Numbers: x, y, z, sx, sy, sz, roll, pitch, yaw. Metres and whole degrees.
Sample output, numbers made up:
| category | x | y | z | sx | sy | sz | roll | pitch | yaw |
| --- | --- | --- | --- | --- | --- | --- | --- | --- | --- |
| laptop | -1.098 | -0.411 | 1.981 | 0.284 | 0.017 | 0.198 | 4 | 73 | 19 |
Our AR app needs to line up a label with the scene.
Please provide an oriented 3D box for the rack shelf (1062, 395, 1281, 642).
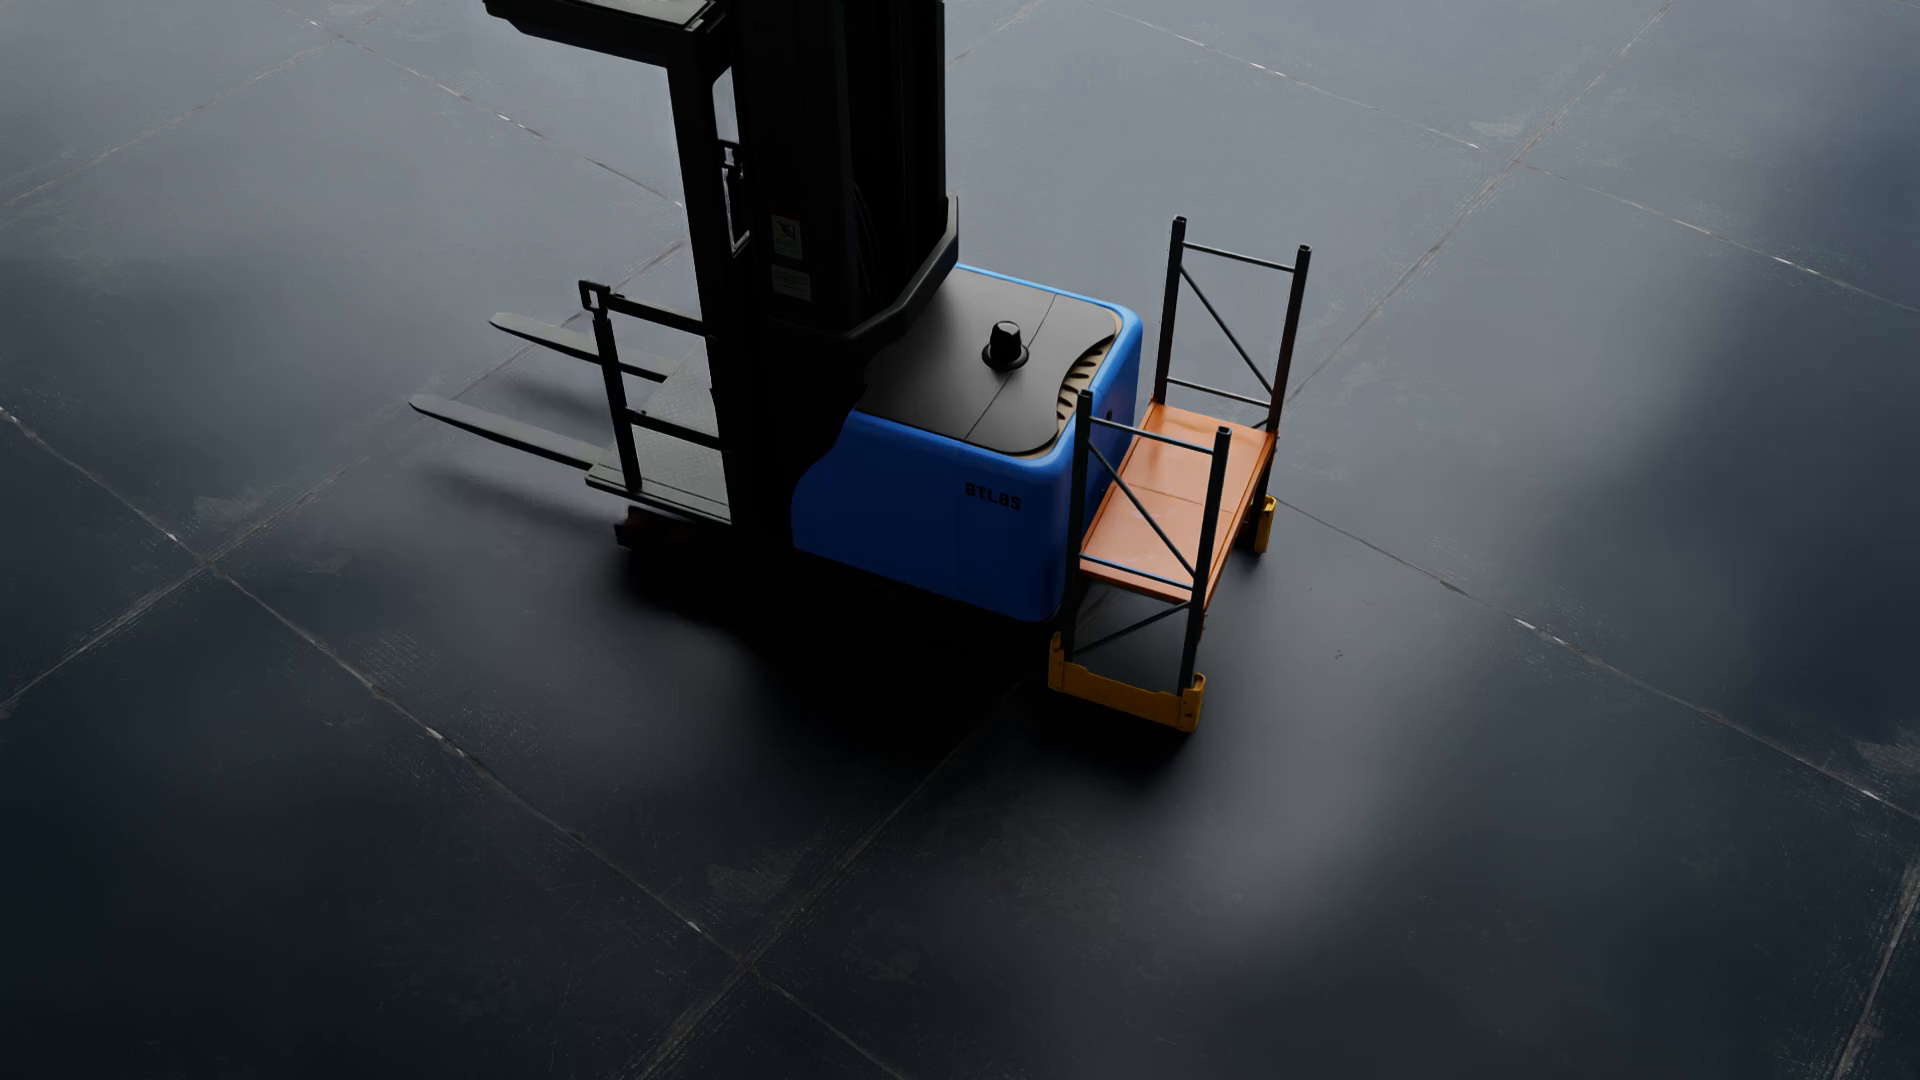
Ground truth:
| category | x | y | z | sx | sy | sz | roll | pitch | yaw |
| --- | --- | --- | --- | --- | --- | --- | --- | --- | --- |
| rack shelf | 0.803 | -0.103 | 6.224 | 0.538 | 0.185 | 1.000 | 17 | 49 | 15 |

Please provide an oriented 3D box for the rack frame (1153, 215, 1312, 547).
| category | x | y | z | sx | sy | sz | roll | pitch | yaw |
| --- | --- | --- | --- | --- | --- | --- | --- | --- | --- |
| rack frame | 0.997 | -0.567 | 6.419 | 0.500 | 1.500 | 0.032 | 17 | 49 | 15 |

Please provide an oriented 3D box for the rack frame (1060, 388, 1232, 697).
| category | x | y | z | sx | sy | sz | roll | pitch | yaw |
| --- | --- | --- | --- | --- | --- | --- | --- | --- | --- |
| rack frame | 0.610 | 0.113 | 5.770 | 0.500 | 1.500 | 0.032 | 17 | 49 | 15 |

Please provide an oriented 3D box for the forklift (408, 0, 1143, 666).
| category | x | y | z | sx | sy | sz | roll | pitch | yaw |
| --- | --- | --- | --- | --- | --- | --- | --- | --- | --- |
| forklift | -0.860 | -1.238 | 6.070 | 3.031 | 2.935 | 1.130 | 17 | 49 | 16 |

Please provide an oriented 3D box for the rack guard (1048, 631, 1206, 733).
| category | x | y | z | sx | sy | sz | roll | pitch | yaw |
| --- | --- | --- | --- | --- | --- | --- | --- | --- | --- |
| rack guard | 0.617 | 0.532 | 6.234 | 0.587 | 0.250 | 0.087 | 17 | 49 | 15 |

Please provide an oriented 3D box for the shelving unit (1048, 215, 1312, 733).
| category | x | y | z | sx | sy | sz | roll | pitch | yaw |
| --- | --- | --- | --- | --- | --- | --- | --- | --- | --- |
| shelving unit | 0.807 | -0.233 | 6.100 | 0.587 | 1.500 | 1.083 | 17 | 49 | 15 |

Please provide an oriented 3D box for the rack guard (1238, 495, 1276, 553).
| category | x | y | z | sx | sy | sz | roll | pitch | yaw |
| --- | --- | --- | --- | --- | --- | --- | --- | --- | --- |
| rack guard | 0.996 | -0.134 | 6.870 | 0.587 | 0.250 | 0.087 | 17 | 49 | 15 |
